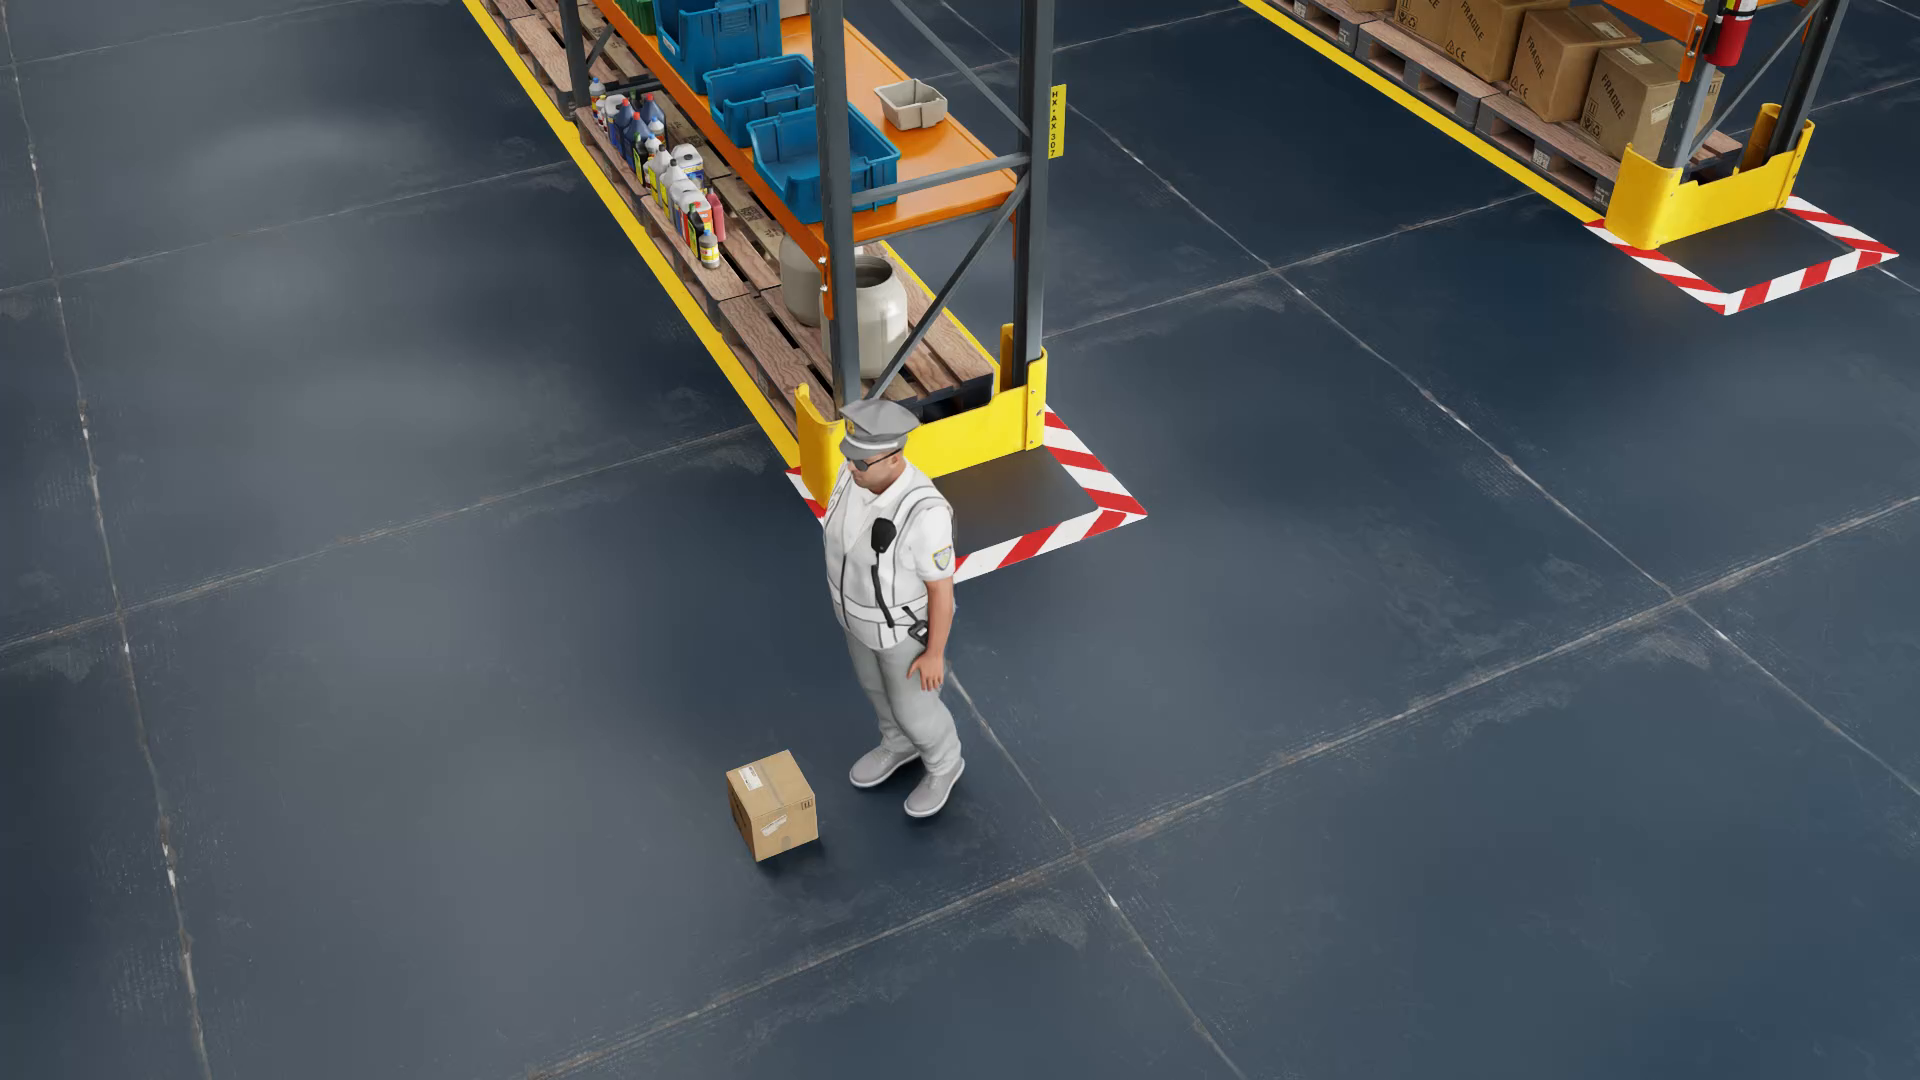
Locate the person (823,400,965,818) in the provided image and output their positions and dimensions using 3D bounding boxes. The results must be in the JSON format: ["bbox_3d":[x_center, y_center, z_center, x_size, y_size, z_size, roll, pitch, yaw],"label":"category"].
[{"bbox_3d":[-0.230,0.254,5.838,0.434,1.767,0.579,-28,48,-29],"label":"person"}]
